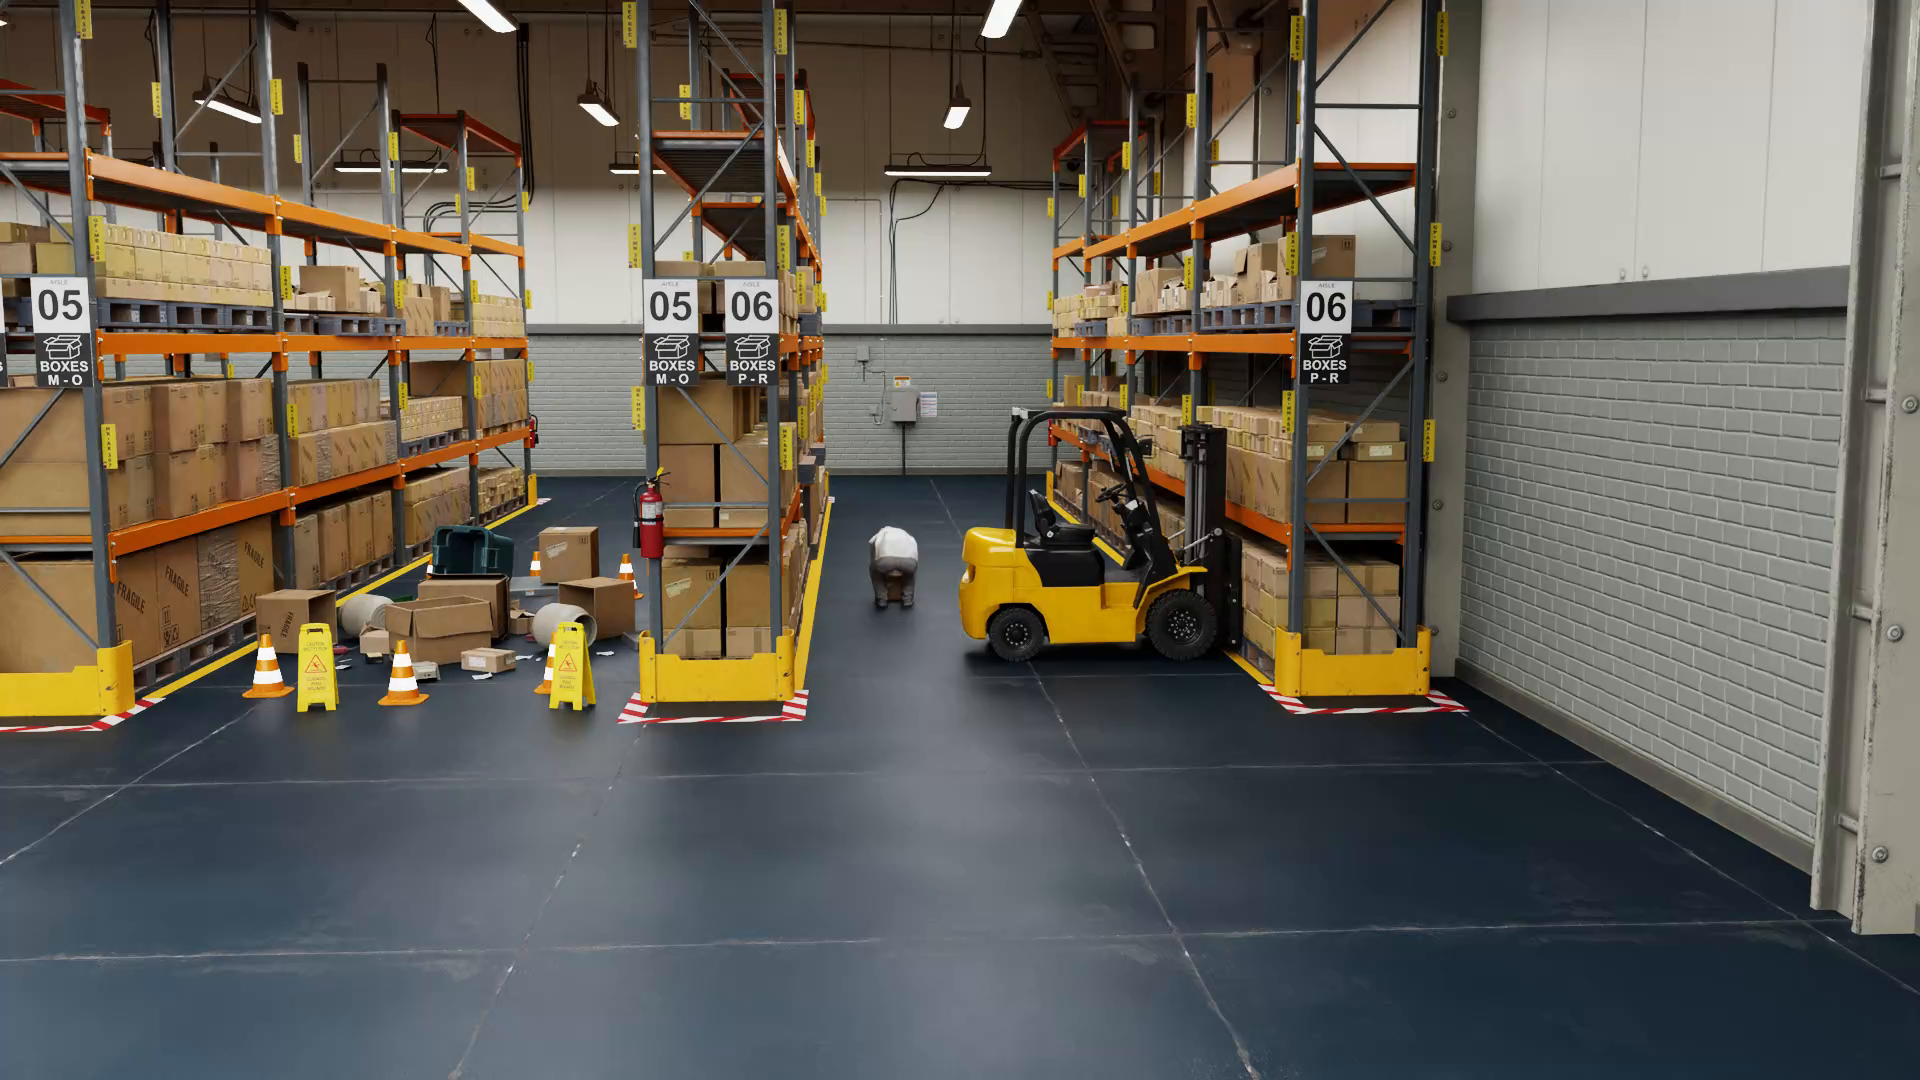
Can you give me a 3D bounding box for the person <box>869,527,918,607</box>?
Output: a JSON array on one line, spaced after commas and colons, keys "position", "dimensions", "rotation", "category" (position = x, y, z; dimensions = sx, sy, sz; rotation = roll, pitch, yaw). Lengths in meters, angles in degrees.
[{"position": [-0.708, 0.279, 17.571], "dimensions": [0.506, 0.795, 0.994], "rotation": [-1, 7, -6], "category": "person"}]
